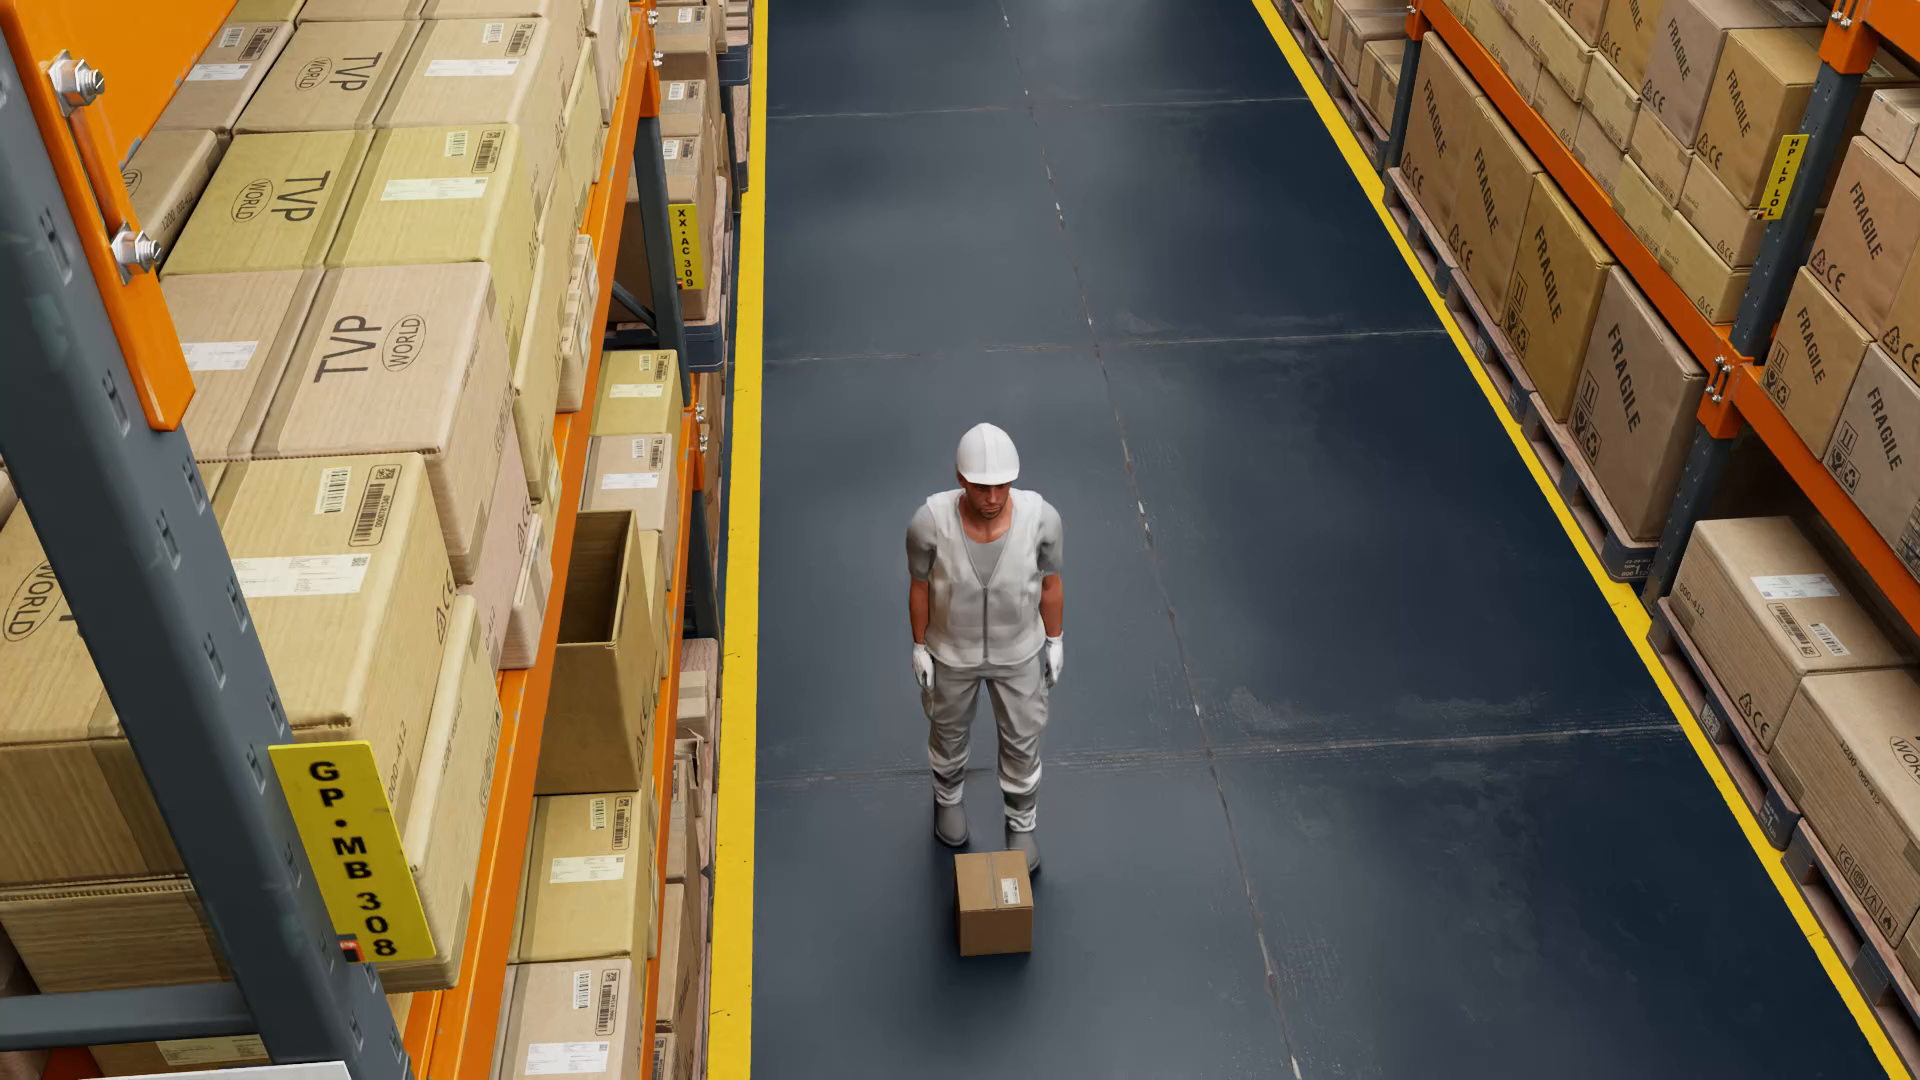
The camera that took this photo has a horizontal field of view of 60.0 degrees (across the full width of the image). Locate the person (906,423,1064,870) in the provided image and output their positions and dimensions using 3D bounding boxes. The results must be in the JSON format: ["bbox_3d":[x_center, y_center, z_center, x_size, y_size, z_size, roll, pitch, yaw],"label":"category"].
[{"bbox_3d":[0.093,0.397,5.642,0.529,1.792,0.447,-2,39,-3],"label":"person"}]
